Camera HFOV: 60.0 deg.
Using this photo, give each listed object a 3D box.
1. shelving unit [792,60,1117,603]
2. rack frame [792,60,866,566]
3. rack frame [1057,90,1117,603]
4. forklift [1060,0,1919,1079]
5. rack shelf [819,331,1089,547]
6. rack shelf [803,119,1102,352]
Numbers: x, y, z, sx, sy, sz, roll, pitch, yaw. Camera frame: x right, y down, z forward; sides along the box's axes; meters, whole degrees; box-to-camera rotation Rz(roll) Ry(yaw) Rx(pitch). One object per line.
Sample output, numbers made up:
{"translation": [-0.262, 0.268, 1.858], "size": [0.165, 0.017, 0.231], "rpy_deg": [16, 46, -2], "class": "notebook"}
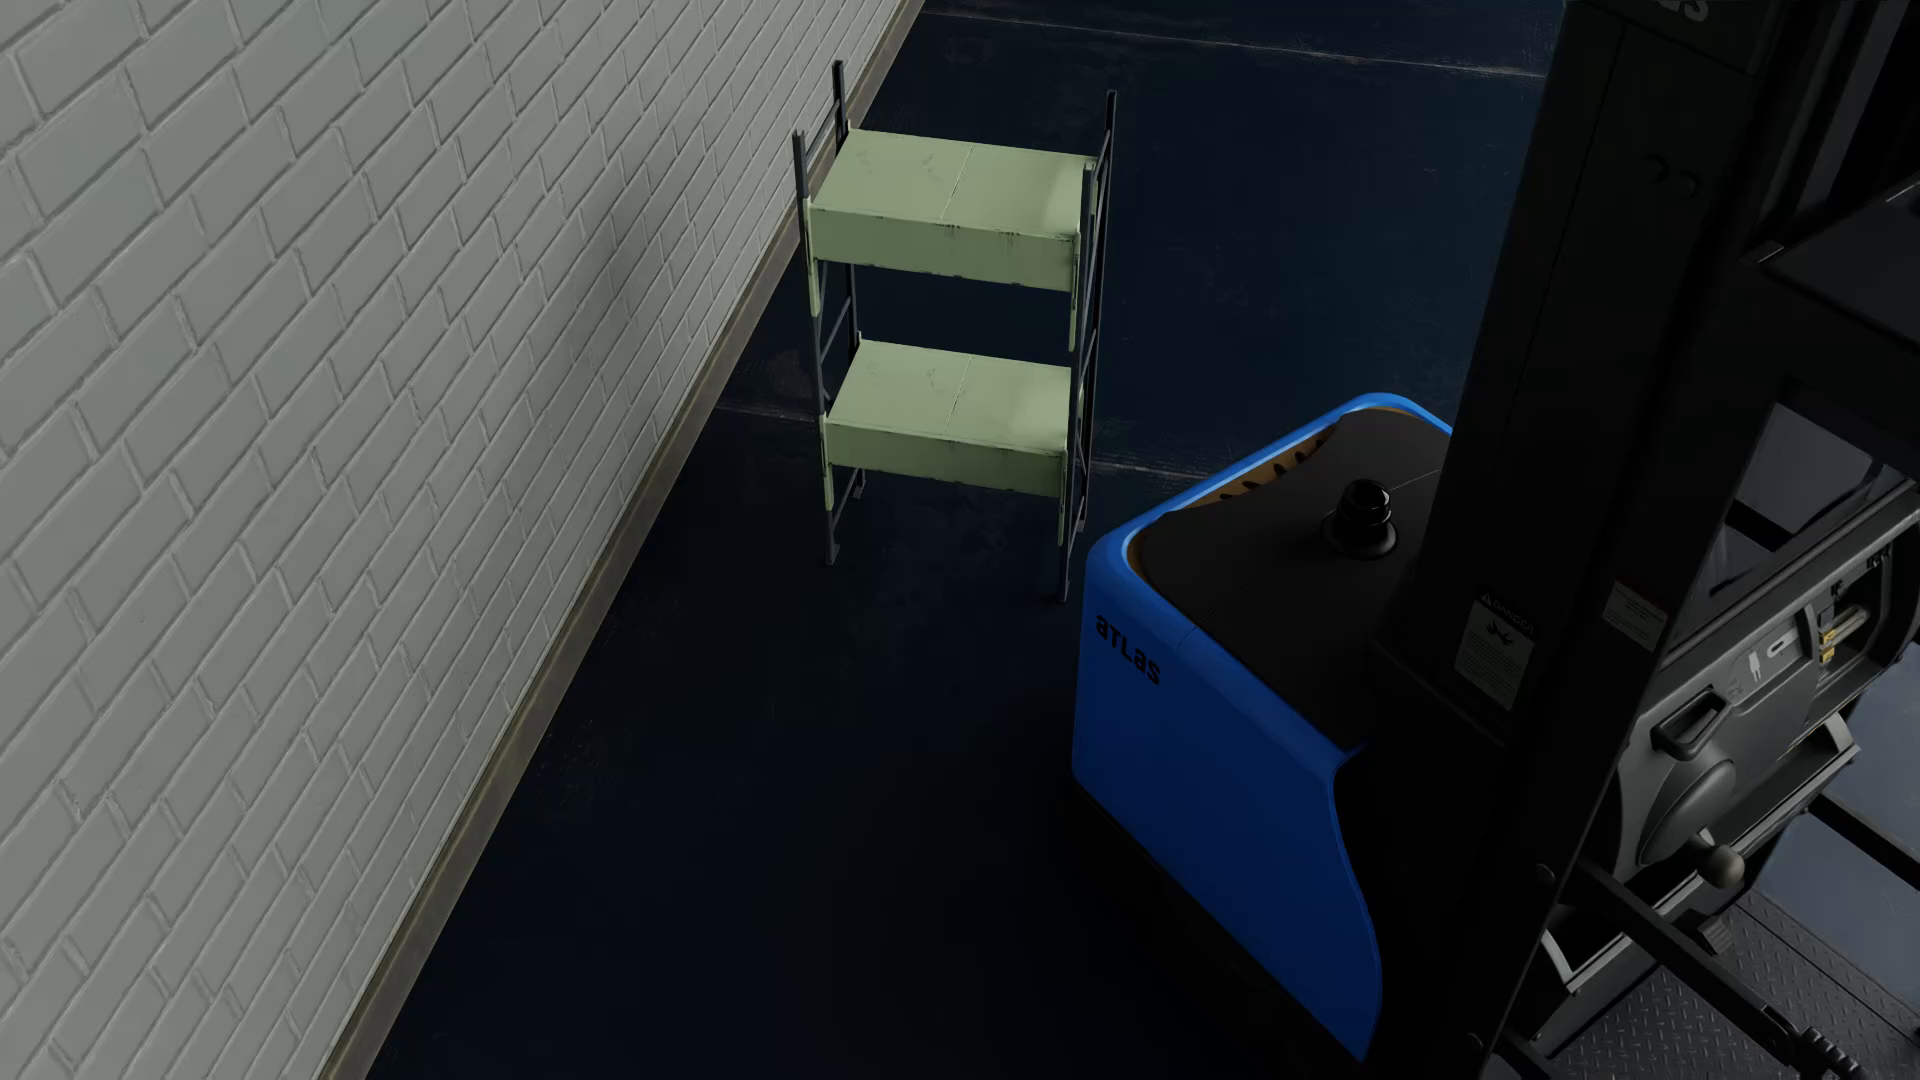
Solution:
{"translation": [-0.007, -0.541, 4.731], "size": [0.755, 1.500, 0.431], "rpy_deg": [9, 45, 9], "class": "shelving unit"}
{"translation": [-0.364, -0.597, 4.789], "size": [0.023, 1.500, 0.400], "rpy_deg": [9, 45, 9], "class": "rack frame"}
{"translation": [0.351, -0.486, 4.673], "size": [0.023, 1.500, 0.400], "rpy_deg": [9, 45, 9], "class": "rack frame"}
{"translation": [1.553, 0.345, 2.778], "size": [1.130, 2.935, 3.031], "rpy_deg": [-28, 50, -26], "class": "forklift"}
{"translation": [-0.007, -0.306, 4.957], "size": [0.720, 0.370, 0.431], "rpy_deg": [9, 45, 9], "class": "rack shelf"}
{"translation": [-0.007, -0.823, 4.460], "size": [0.720, 0.370, 0.431], "rpy_deg": [9, 45, 9], "class": "rack shelf"}
